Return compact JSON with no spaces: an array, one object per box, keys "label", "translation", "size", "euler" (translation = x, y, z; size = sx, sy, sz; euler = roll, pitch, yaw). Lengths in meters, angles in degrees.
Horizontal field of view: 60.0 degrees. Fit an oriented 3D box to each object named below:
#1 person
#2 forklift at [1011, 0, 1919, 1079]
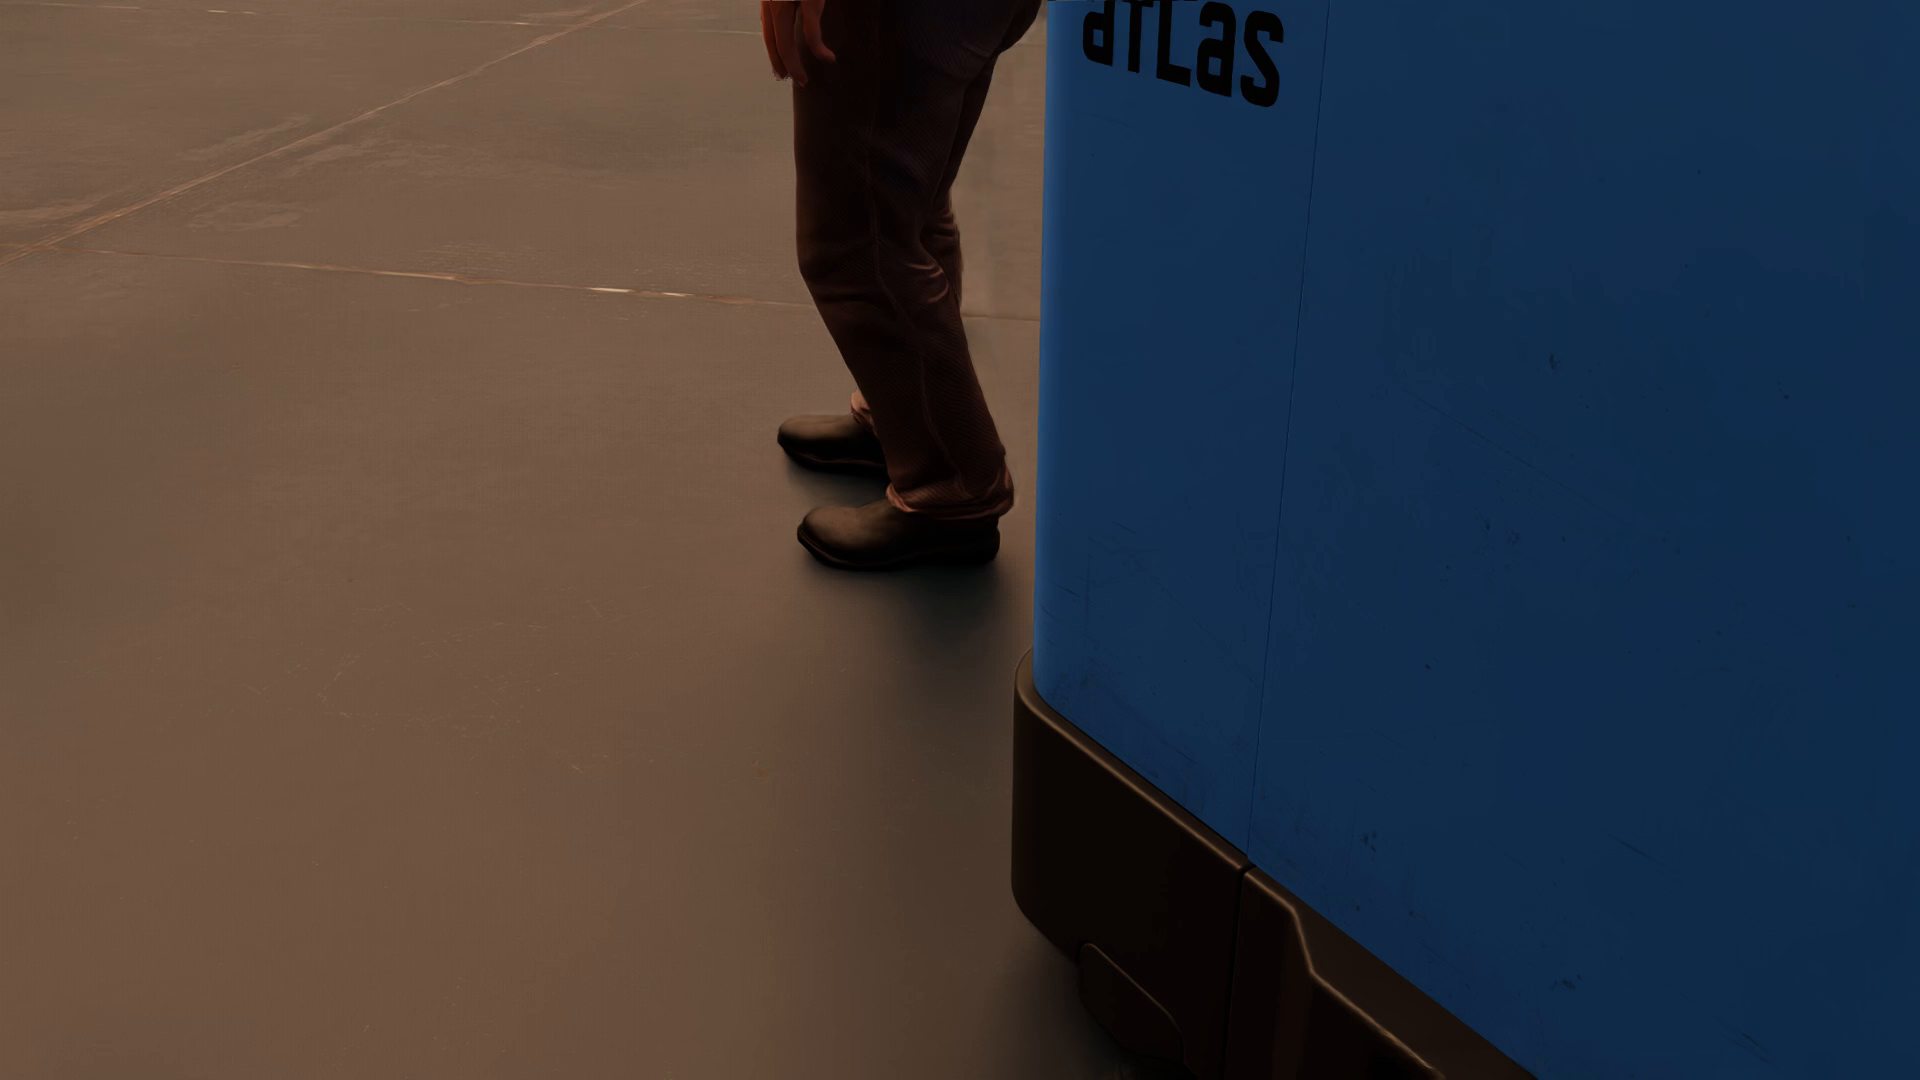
[{"label":"person","translation":[-0.106,-0.758,2.118],"size":[0.563,1.713,0.663],"euler":[7,28,14]},{"label":"forklift","translation":[1.285,-0.477,0.191],"size":[1.130,2.935,3.031],"euler":[-17,31,-30]}]
